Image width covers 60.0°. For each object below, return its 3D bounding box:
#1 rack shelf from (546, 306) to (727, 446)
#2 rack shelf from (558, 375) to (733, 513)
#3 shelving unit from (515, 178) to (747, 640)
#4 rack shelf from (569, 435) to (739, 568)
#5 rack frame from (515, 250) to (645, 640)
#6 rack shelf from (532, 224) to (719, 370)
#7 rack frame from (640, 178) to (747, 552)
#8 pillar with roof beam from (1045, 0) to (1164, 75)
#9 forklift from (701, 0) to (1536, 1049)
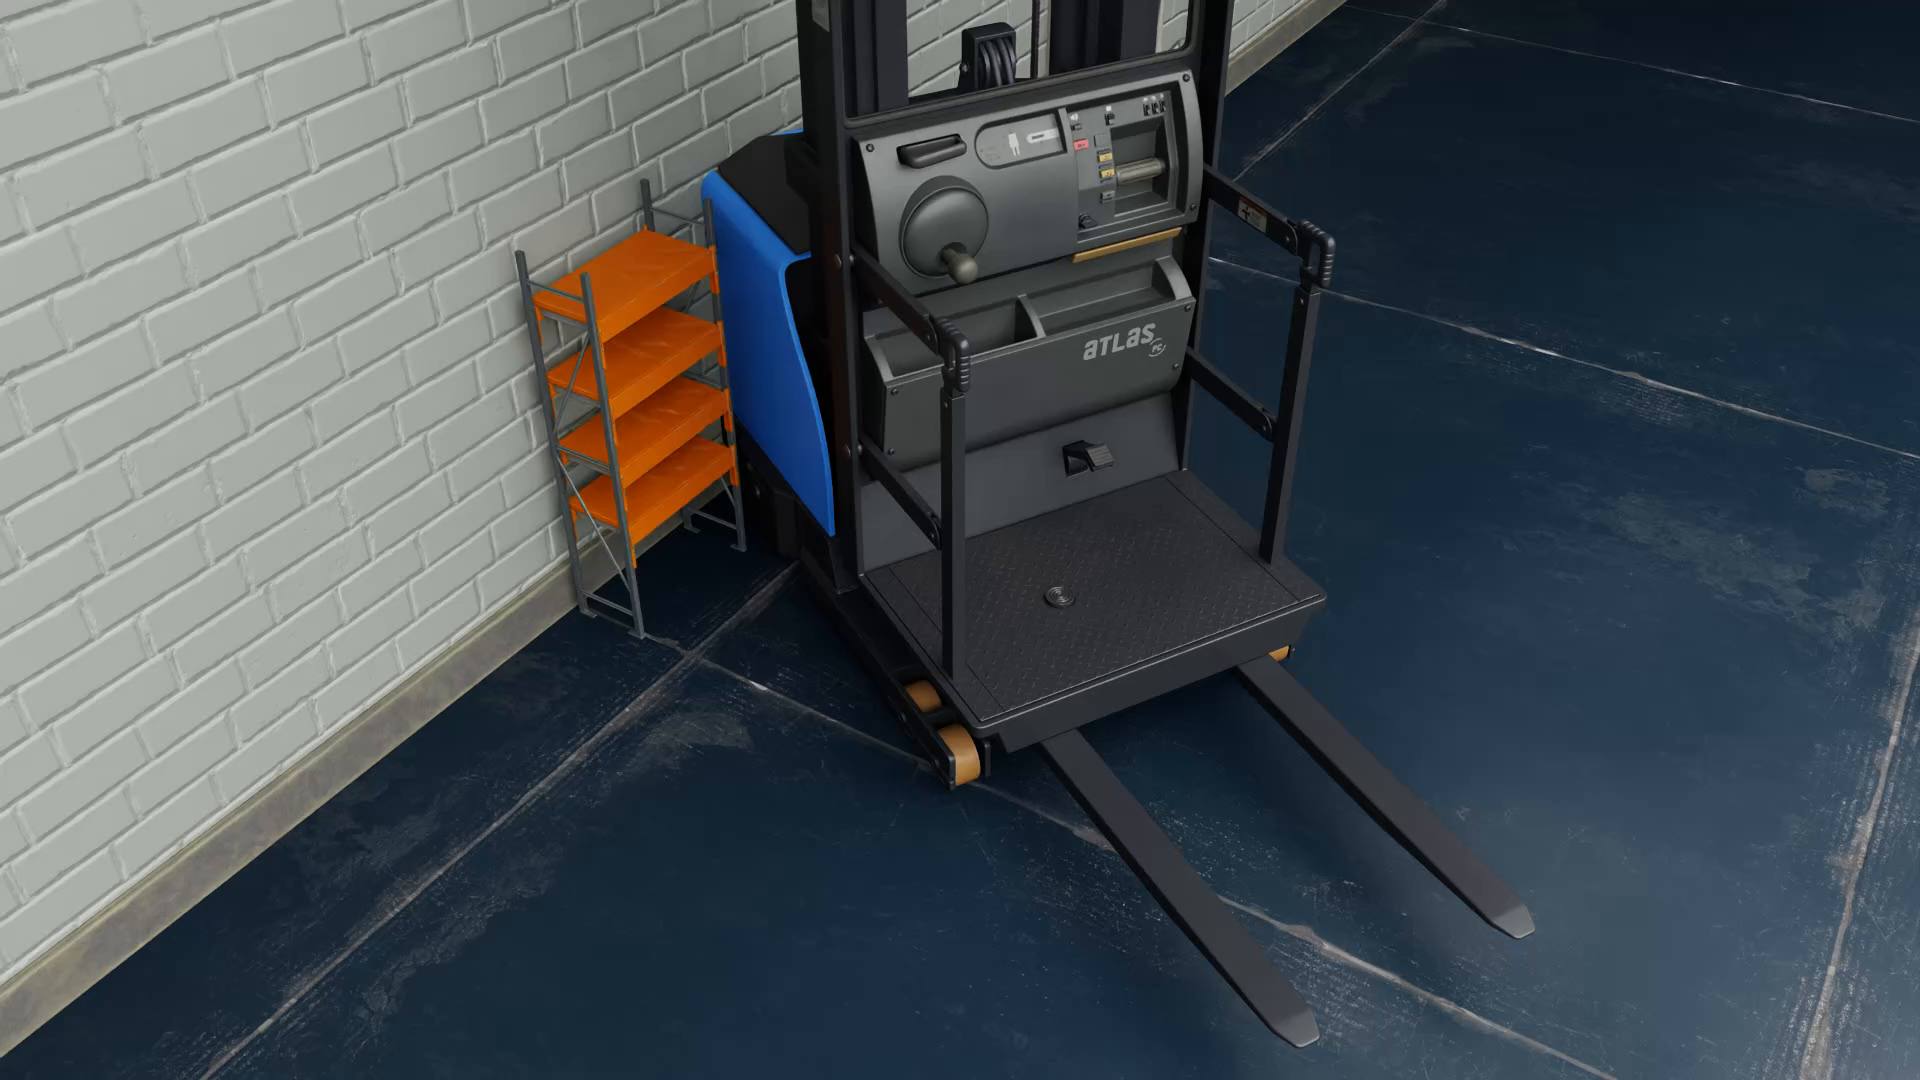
[{"bbox_3d":[-0.901,-0.475,4.627,0.258,0.148,0.480,21,42,25],"label":"rack shelf"},{"bbox_3d":[-0.901,-0.298,4.764,0.258,0.148,0.480,21,42,25],"label":"rack shelf"},{"bbox_3d":[-0.901,-0.351,4.723,0.258,1.200,0.503,21,42,25],"label":"shelving unit"},{"bbox_3d":[-0.901,-0.141,4.885,0.258,0.148,0.480,21,42,25],"label":"rack shelf"},{"bbox_3d":[-1.030,-0.224,4.558,0.240,1.200,0.015,21,42,25],"label":"rack frame"},{"bbox_3d":[-0.901,-0.662,4.483,0.258,0.148,0.480,21,42,25],"label":"rack shelf"},{"bbox_3d":[-0.773,-0.478,4.887,0.240,1.200,0.015,21,42,25],"label":"rack frame"},{"bbox_3d":[4.195,-3.473,2.384,9.100,9.000,0.400,21,42,25],"label":"pillar with roof beam"},{"bbox_3d":[0.293,-0.826,3.920,1.130,2.935,3.031,-18,41,-22],"label":"forklift"}]
